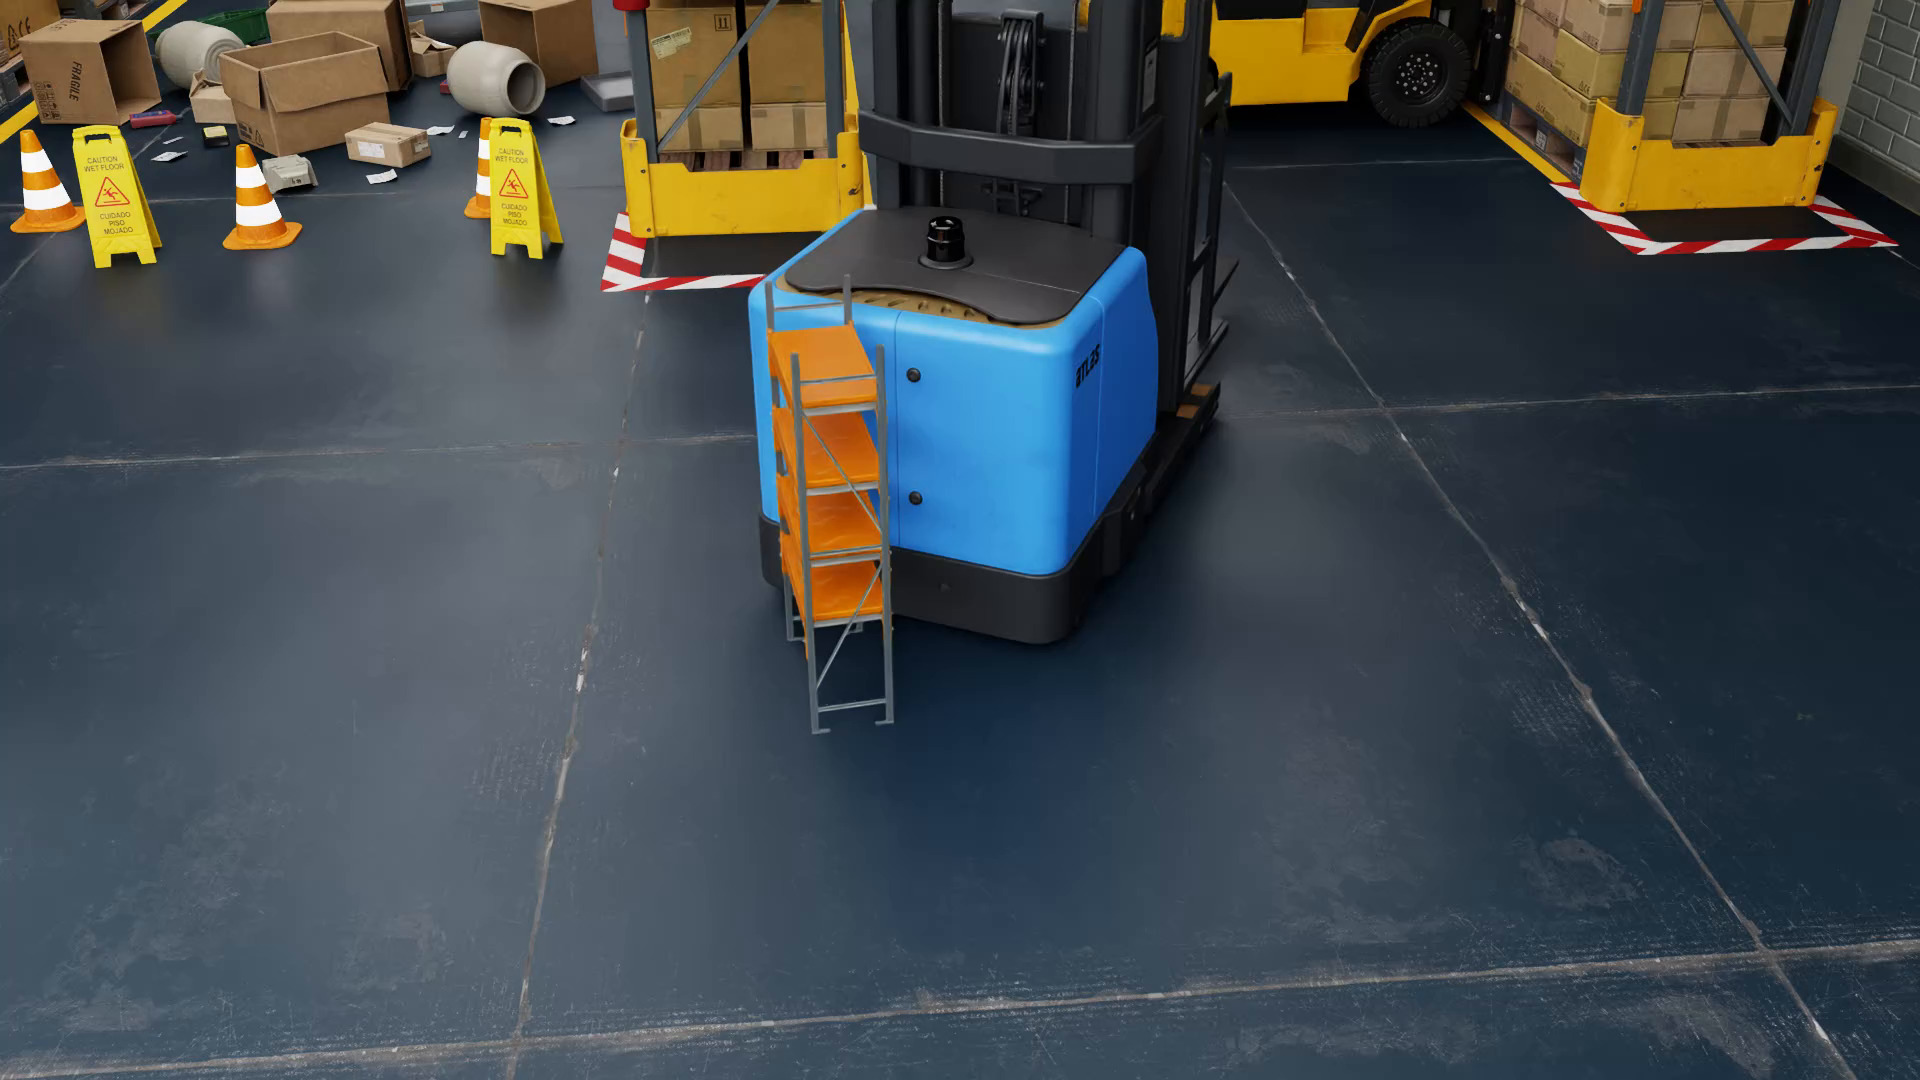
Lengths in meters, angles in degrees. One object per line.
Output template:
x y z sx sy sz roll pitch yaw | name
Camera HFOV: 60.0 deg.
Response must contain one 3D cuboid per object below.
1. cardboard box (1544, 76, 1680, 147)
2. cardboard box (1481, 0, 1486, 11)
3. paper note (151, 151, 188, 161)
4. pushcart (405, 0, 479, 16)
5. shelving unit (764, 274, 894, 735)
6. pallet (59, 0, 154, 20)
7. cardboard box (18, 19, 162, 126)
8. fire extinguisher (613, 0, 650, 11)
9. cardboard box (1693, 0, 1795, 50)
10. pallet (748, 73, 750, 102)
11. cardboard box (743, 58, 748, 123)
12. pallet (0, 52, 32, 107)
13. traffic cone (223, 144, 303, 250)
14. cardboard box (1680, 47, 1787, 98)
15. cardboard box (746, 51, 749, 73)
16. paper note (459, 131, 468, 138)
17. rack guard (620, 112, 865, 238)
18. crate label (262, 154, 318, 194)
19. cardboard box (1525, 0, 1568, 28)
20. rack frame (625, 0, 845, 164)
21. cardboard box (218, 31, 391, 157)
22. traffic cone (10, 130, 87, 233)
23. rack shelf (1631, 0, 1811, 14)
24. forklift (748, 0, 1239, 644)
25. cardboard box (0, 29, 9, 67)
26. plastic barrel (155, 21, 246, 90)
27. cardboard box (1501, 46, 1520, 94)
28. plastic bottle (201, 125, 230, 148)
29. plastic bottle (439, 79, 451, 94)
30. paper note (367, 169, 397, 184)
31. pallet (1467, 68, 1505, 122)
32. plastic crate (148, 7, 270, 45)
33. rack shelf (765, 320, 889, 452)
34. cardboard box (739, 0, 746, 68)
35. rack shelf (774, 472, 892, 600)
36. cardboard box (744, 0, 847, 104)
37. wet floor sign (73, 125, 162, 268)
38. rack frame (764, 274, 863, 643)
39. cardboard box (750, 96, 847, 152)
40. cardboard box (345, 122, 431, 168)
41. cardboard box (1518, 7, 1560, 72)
3.516 -2.328 8.994 0.500 0.250 0.500 -3 31 -4 | cardboard box
3.369 -3.326 10.178 0.500 0.250 0.500 -3 31 -5 | cardboard box
-4.438 -2.160 9.338 0.144 0.017 0.142 8 32 13 | paper note
-3.706 -3.645 11.485 1.648 0.377 0.936 -14 33 -22 | pushcart
-0.368 -0.090 4.730 0.258 1.200 0.503 -7 32 -12 | shelving unit
-6.507 -3.810 11.923 1.003 0.211 1.213 -3 31 -5 | pallet
-5.193 -2.802 9.950 0.500 0.500 0.500 2 31 4 | cardboard box
-1.515 -2.750 7.504 0.296 0.674 0.183 -3 31 -5 | fire extinguisher
4.018 -2.787 8.787 0.500 0.250 0.500 -3 31 -5 | cardboard box
-1.226 -2.743 10.137 1.003 0.211 1.213 -3 31 -5 | pallet
-1.451 -2.528 9.329 0.500 0.250 0.500 -3 31 -4 | cardboard box
-6.367 -3.028 10.613 1.003 0.211 1.213 -3 31 -5 | pallet
-3.465 -1.705 8.154 0.336 0.463 0.334 -3 31 -5 | traffic cone
4.037 -2.568 8.908 0.500 0.250 0.500 -2 31 -4 | cardboard box
-1.541 -3.049 10.201 0.500 0.250 0.500 -3 31 -5 | cardboard box
-2.899 -2.368 9.704 0.032 0.001 0.123 -3 31 -5 | paper note
-1.074 -1.829 8.325 1.175 0.500 0.348 -3 31 -5 | rack guard
-3.600 -1.964 8.904 0.250 0.136 0.298 -20 36 -30 | crate label
3.467 -3.013 9.166 0.500 0.250 0.500 -2 31 -4 | cardboard box
-1.067 -2.864 7.619 1.000 3.000 0.127 -3 31 -5 | rack frame
-3.752 -2.567 9.557 0.637 0.503 0.797 27 40 37 | cardboard box
-4.622 -1.825 8.354 0.336 0.463 0.334 -3 31 -5 | traffic cone
3.688 -3.816 9.914 1.077 0.370 4.000 -3 31 -5 | rack shelf
0.372 -1.682 5.708 1.130 2.935 3.031 12 33 19 | forklift
-6.283 -3.101 9.678 0.875 0.875 0.875 -3 31 -4 | cardboard box
-4.726 -3.005 10.369 0.512 0.421 0.421 20 36 29 | plastic barrel
3.441 -2.838 9.848 0.500 0.250 0.500 -2 31 -4 | cardboard box
-4.304 -2.339 9.606 0.133 0.061 0.283 -14 33 -22 | plastic bottle
-3.187 -2.896 10.538 0.133 0.061 0.283 2 31 4 | plastic bottle
-3.137 -1.976 9.029 0.148 0.019 0.142 -14 33 -22 | paper note
3.651 -2.916 10.426 1.003 0.211 1.213 -3 31 -5 | pallet
-5.039 -3.409 11.217 0.450 0.188 0.662 4 30 26 | plastic crate
-0.368 -0.427 4.529 0.258 0.148 0.480 -7 32 -12 | rack shelf
-1.454 -2.848 9.134 0.500 0.500 0.500 -2 31 -3 | cardboard box
-0.368 -0.032 4.765 0.258 0.148 0.480 -7 32 -12 | rack shelf
-0.870 -2.623 8.756 0.500 0.500 0.500 -4 31 -6 | cardboard box
-4.012 -1.644 7.873 0.267 0.644 0.232 -8 32 -13 | wet floor sign
-0.424 -0.212 4.934 0.240 1.200 0.015 -7 32 -12 | rack frame
-0.867 -2.289 8.928 0.500 0.250 0.500 -3 31 -5 | cardboard box
-3.201 -2.212 9.308 0.380 0.149 0.250 13 33 21 | cardboard box
3.482 -2.808 9.310 0.500 0.250 0.500 -3 31 -5 | cardboard box
